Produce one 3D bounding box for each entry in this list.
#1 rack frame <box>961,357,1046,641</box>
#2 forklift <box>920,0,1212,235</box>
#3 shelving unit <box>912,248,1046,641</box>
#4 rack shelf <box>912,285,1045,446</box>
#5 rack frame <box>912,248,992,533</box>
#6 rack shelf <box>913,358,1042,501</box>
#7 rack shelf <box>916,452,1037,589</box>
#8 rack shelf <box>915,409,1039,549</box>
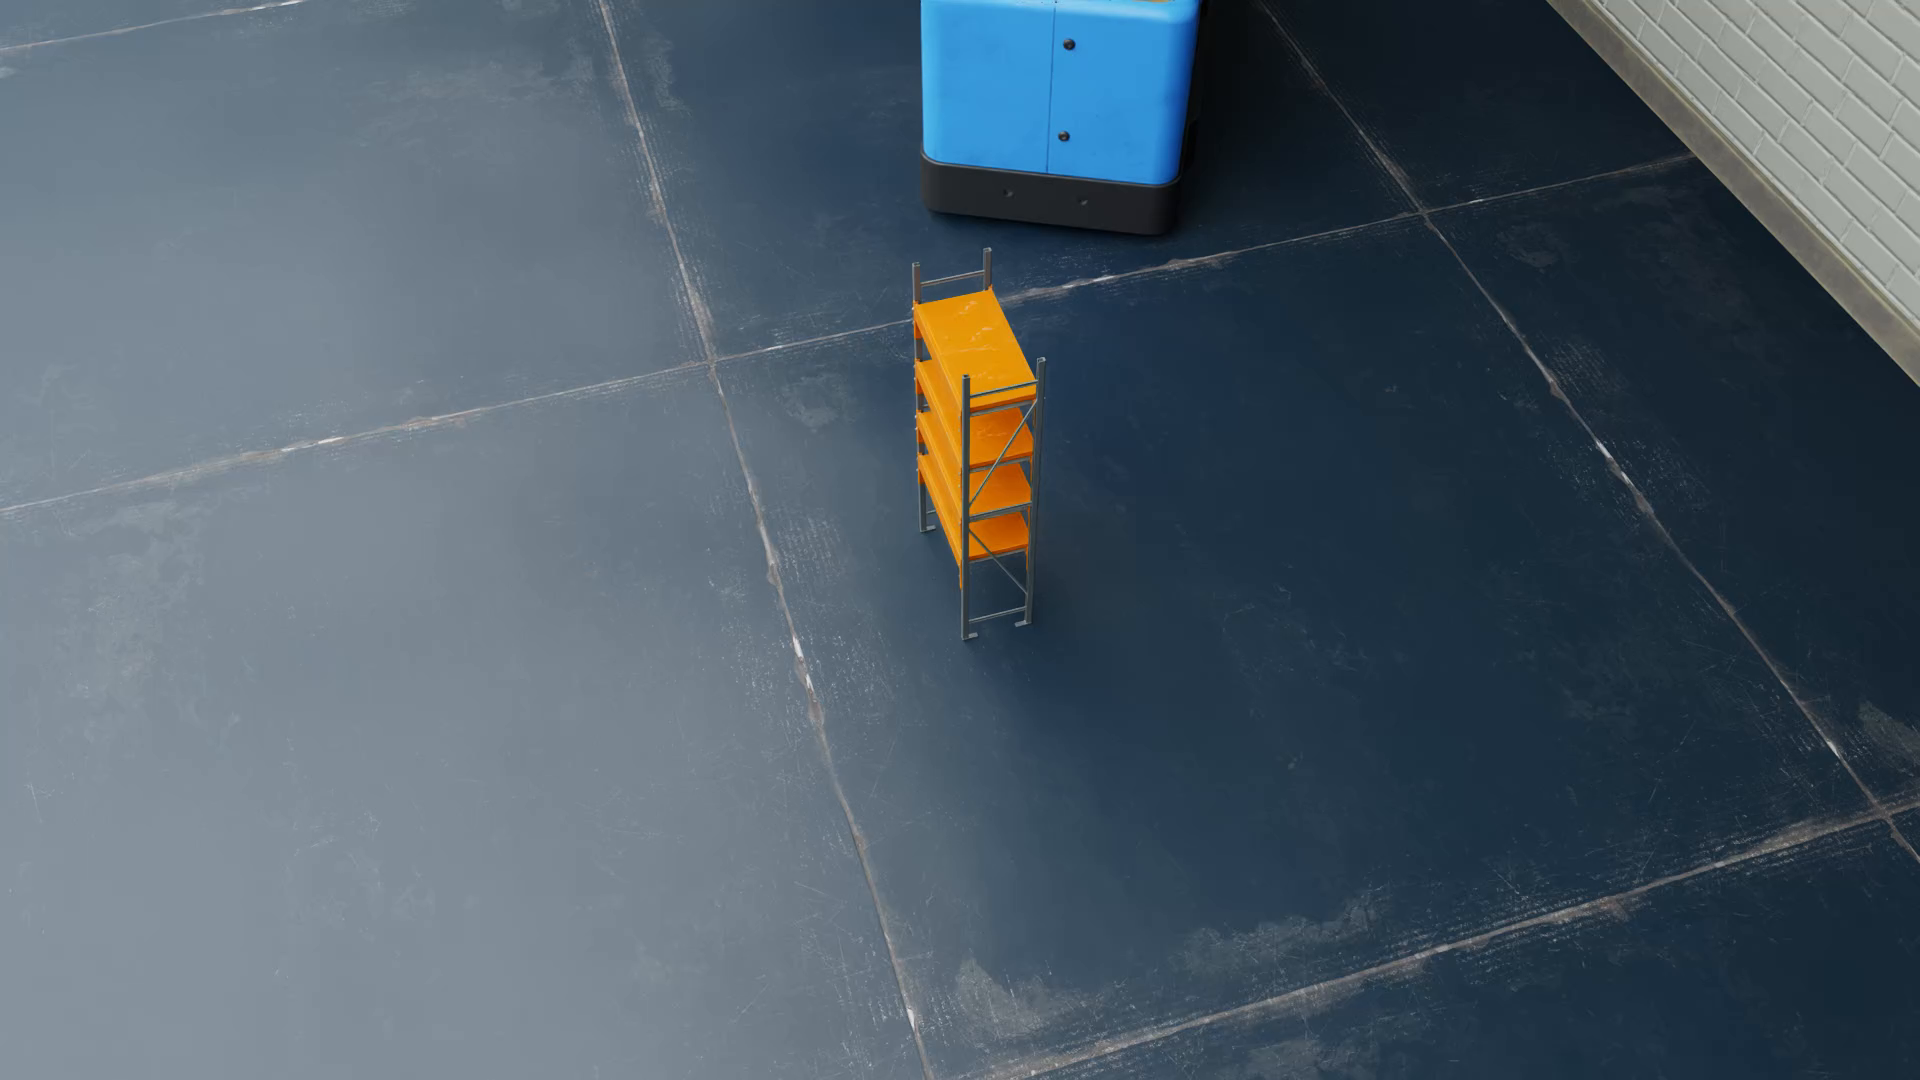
[{"bbox_3d":[0.121,-0.088,5.039,0.240,1.200,0.015,-13,51,-11],"label":"rack frame"},{"bbox_3d":[0.596,-3.320,6.632,1.130,2.935,3.031,7,50,6],"label":"forklift"},{"bbox_3d":[0.049,-0.266,5.189,0.258,1.200,0.503,-13,51,-11],"label":"shelving unit"},{"bbox_3d":[0.049,-0.519,4.889,0.258,0.148,0.480,-13,51,-11],"label":"rack shelf"},{"bbox_3d":[-0.023,-0.444,5.340,0.240,1.200,0.015,-13,51,-11],"label":"rack frame"},{"bbox_3d":[0.049,-0.367,5.070,0.258,0.148,0.480,-13,51,-11],"label":"rack shelf"},{"bbox_3d":[0.049,-0.094,5.393,0.258,0.148,0.480,-13,51,-11],"label":"rack shelf"},{"bbox_3d":[0.049,-0.222,5.241,0.258,0.148,0.480,-13,51,-11],"label":"rack shelf"}]
